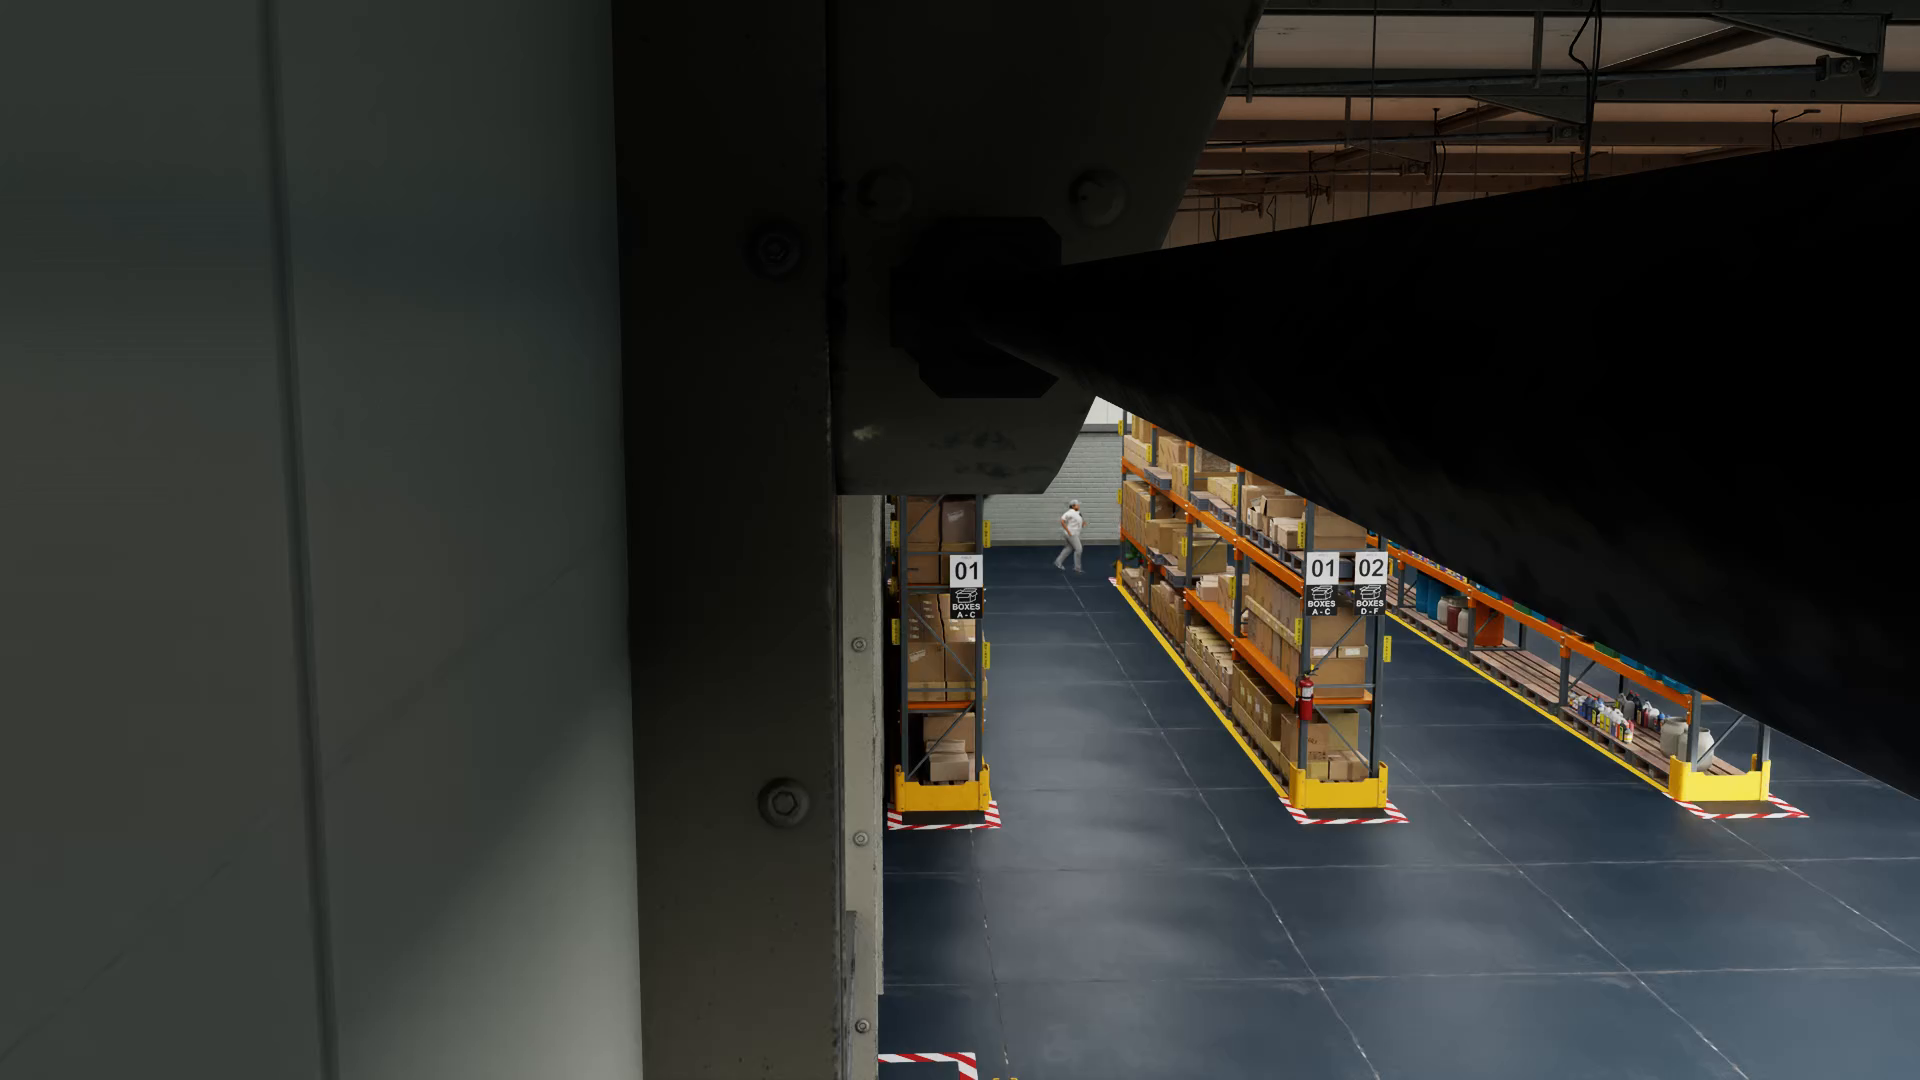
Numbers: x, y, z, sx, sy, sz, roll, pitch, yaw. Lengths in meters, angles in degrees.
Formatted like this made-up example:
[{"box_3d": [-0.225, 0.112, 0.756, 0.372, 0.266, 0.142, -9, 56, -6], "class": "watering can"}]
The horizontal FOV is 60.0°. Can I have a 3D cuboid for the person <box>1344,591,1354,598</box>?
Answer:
[{"box_3d": [7.314, 0.852, 31.779, 0.607, 1.661, 0.802, 1, 8, 4], "class": "person"}]

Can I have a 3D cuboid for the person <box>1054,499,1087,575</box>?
[{"box_3d": [2.524, -0.081, 37.947, 0.795, 1.717, 0.589, 3, 9, 17], "class": "person"}]

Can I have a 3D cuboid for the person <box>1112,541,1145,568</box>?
[{"box_3d": [3.904, -0.040, 37.405, 0.923, 1.774, 0.696, 0, 8, 0], "class": "person"}]
